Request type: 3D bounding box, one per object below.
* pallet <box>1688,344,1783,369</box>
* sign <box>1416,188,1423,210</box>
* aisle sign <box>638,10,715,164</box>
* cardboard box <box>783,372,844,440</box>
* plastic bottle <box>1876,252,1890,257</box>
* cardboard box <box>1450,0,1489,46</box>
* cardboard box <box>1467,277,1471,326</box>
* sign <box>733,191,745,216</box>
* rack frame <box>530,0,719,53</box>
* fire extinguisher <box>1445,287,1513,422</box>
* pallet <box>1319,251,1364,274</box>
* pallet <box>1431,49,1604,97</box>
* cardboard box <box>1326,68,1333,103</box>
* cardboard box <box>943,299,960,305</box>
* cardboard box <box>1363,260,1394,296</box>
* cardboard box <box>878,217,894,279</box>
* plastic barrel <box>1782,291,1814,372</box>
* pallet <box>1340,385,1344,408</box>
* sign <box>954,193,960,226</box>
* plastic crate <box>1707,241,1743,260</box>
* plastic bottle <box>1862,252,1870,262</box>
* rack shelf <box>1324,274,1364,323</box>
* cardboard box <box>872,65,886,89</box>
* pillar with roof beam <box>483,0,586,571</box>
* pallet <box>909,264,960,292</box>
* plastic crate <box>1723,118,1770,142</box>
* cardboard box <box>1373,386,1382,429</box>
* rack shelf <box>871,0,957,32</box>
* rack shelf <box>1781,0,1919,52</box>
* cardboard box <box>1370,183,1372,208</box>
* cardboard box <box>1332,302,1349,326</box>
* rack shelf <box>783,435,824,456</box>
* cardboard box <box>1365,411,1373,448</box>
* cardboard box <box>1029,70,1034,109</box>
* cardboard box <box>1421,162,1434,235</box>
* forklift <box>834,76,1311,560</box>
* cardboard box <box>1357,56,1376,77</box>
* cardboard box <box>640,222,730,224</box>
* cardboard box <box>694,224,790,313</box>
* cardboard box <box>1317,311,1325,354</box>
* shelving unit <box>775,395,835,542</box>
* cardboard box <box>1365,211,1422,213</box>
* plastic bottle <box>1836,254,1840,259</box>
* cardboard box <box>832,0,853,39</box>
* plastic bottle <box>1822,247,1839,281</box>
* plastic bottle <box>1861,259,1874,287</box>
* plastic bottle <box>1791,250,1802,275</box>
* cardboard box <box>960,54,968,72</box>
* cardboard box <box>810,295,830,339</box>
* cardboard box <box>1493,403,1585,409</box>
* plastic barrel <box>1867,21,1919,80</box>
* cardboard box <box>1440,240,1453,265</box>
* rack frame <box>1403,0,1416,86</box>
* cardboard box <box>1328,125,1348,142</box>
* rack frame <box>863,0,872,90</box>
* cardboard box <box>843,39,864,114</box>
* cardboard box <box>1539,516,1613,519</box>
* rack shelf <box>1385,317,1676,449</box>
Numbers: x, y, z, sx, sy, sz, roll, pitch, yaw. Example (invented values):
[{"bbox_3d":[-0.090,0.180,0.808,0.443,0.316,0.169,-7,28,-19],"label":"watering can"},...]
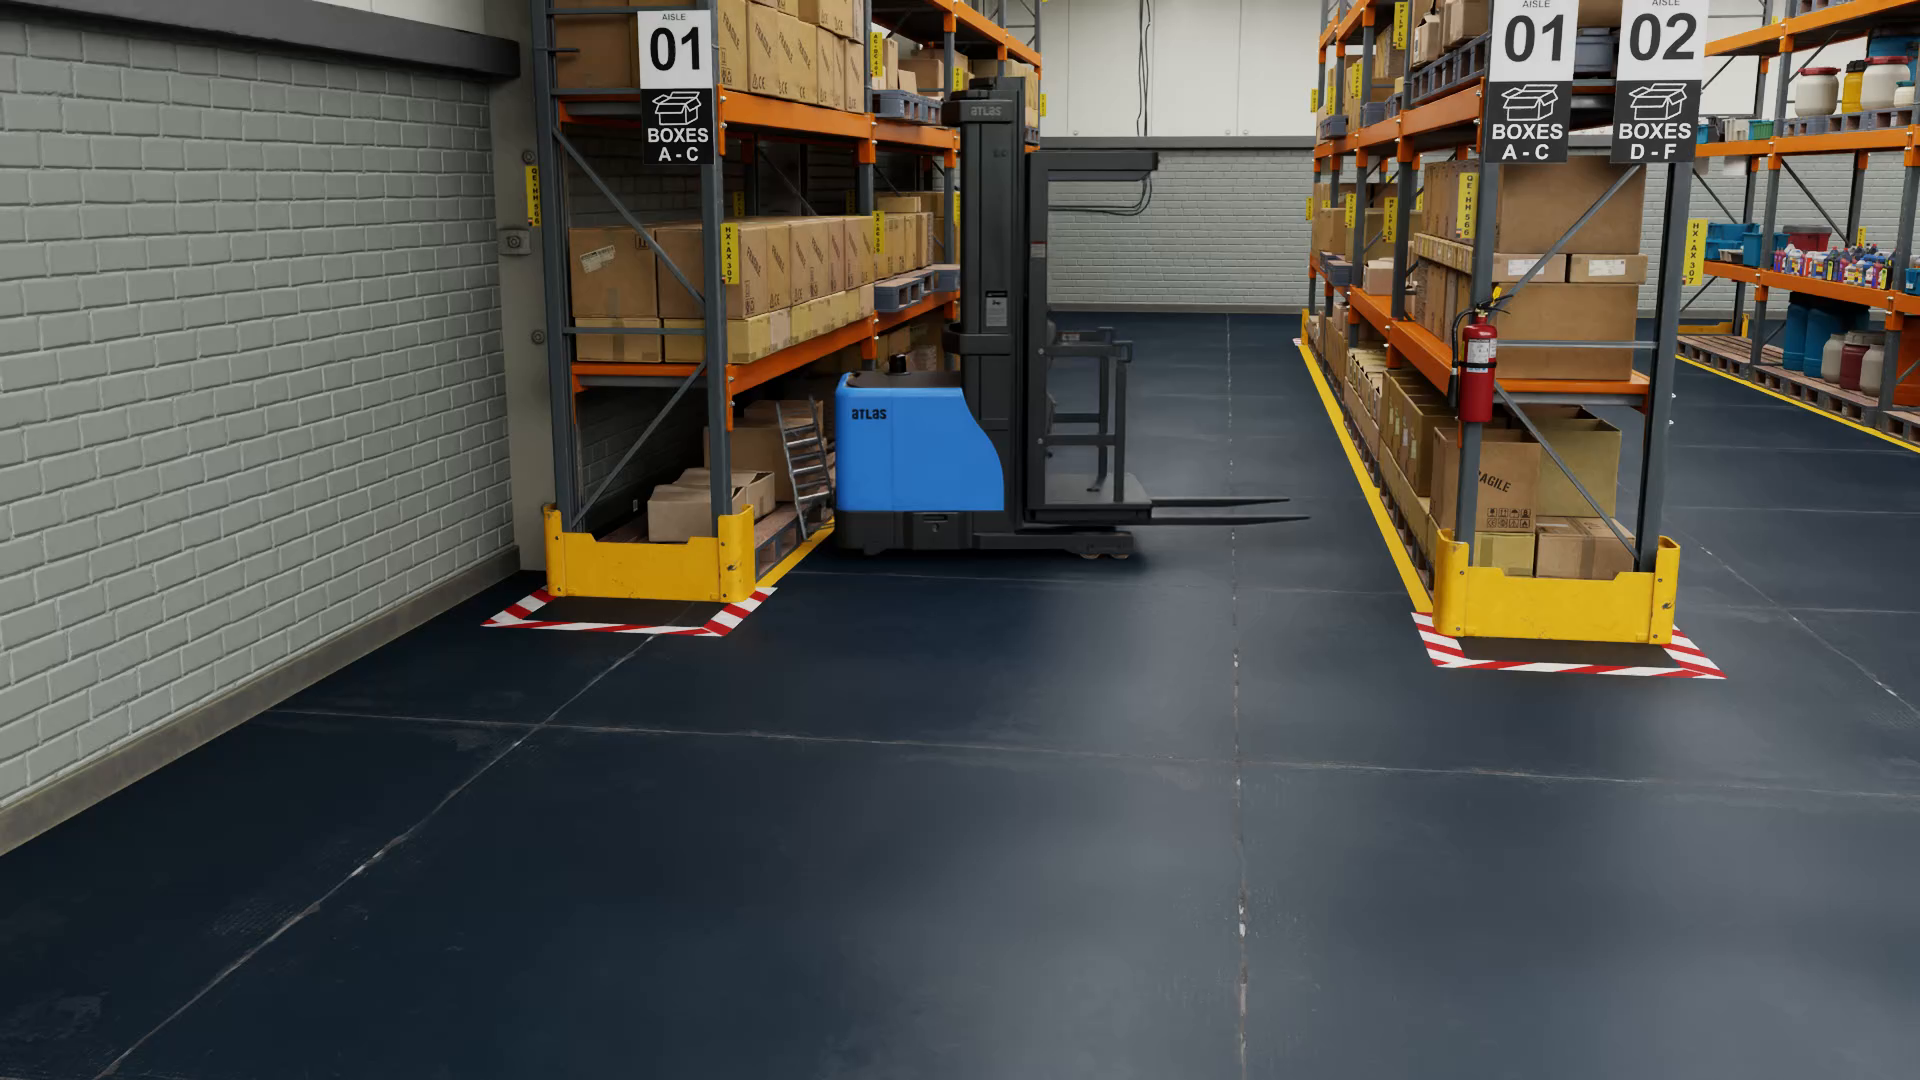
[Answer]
[{"bbox_3d":[10.105,-2.372,21.500,1.003,0.211,1.213,2,12,9],"label":"pallet"},{"bbox_3d":[5.500,-4.036,19.855,0.100,0.325,0.005,2,12,9],"label":"sign"},{"bbox_3d":[-1.504,-2.396,8.818,0.394,0.787,0.004,2,12,9],"label":"aisle sign"},{"bbox_3d":[-1.078,-1.129,14.001,0.700,0.500,0.500,2,12,11],"label":"cardboard box"},{"bbox_3d":[9.950,-2.964,17.922,0.152,0.276,0.135,2,12,9],"label":"plastic bottle"},{"bbox_3d":[3.022,-2.905,9.258,0.500,0.250,0.500,2,12,9],"label":"cardboard box"},{"bbox_3d":[3.266,-1.245,9.412,0.700,0.500,0.500,2,12,10],"label":"cardboard box"},{"bbox_3d":[-1.723,-2.565,13.028,0.100,0.325,0.005,2,12,9],"label":"sign"},{"bbox_3d":[-1.789,-4.082,8.575,1.000,3.000,0.127,2,12,9],"label":"rack frame"},{"bbox_3d":[2.629,-0.942,8.429,0.296,0.674,0.183,2,12,9],"label":"fire extinguisher"},{"bbox_3d":[4.721,-3.231,19.321,1.003,0.211,1.213,2,12,9],"label":"pallet"},{"bbox_3d":[3.425,-2.814,10.020,1.003,0.211,1.213,2,12,9],"label":"pallet"},{"bbox_3d":[5.343,-6.116,22.520,0.700,0.500,0.500,2,12,9],"label":"cardboard box"},{"bbox_3d":[-0.175,-2.300,18.652,0.750,0.750,0.750,2,12,8],"label":"cardboard box"},{"bbox_3d":[4.007,-2.432,15.368,0.500,0.311,0.500,2,12,8],"label":"cardboard box"},{"bbox_3d":[-0.969,-2.467,14.039,0.700,0.500,0.500,3,13,14],"label":"cardboard box"},{"bbox_3d":[9.745,-2.393,18.962,0.600,0.901,0.708,2,12,9],"label":"plastic barrel"},{"bbox_3d":[4.488,-1.446,17.202,1.003,0.211,1.213,2,12,9],"label":"pallet"},{"bbox_3d":[-0.021,-3.326,16.748,0.100,0.325,0.005,2,12,9],"label":"sign"},{"bbox_3d":[9.849,-3.729,21.433,0.416,0.233,0.300,2,12,9],"label":"plastic crate"},{"bbox_3d":[9.844,-2.990,18.053,0.097,0.271,0.097,0,12,0],"label":"plastic bottle"},{"bbox_3d":[4.644,-2.720,18.201,1.077,0.370,4.000,2,12,9],"label":"rack shelf"},{"bbox_3d":[-0.916,-3.850,13.830,0.500,0.311,0.500,2,12,10],"label":"cardboard box"},{"bbox_3d":[1.717,-4.116,8.734,9.100,9.000,0.400,2,12,9],"label":"pillar with roof beam"},{"bbox_3d":[-0.563,-2.569,16.250,1.213,0.211,1.003,2,12,9],"label":"pallet"},{"bbox_3d":[9.815,-5.116,20.774,0.437,0.282,0.530,2,12,9],"label":"plastic crate"},{"bbox_3d":[3.500,-1.051,12.950,0.500,0.311,0.500,2,12,9],"label":"cardboard box"},{"bbox_3d":[-0.867,-4.784,14.488,1.077,0.370,4.000,2,12,9],"label":"rack shelf"},{"bbox_3d":[9.538,-5.296,16.862,1.077,0.370,4.000,2,12,9],"label":"rack shelf"},{"bbox_3d":[5.381,-4.222,20.852,0.500,0.500,0.500,1,12,7],"label":"cardboard box"},{"bbox_3d":[4.482,-2.546,18.798,0.500,0.250,0.500,2,12,9],"label":"cardboard box"},{"bbox_3d":[-1.012,-0.602,10.763,0.258,0.077,0.200,-12,-4,-4],"label":"rack shelf"},{"bbox_3d":[3.578,-0.884,13.507,0.500,0.250,0.500,2,12,8],"label":"cardboard box"},{"bbox_3d":[0.741,-6.229,22.998,0.500,0.500,0.500,2,12,10],"label":"cardboard box"},{"bbox_3d":[3.659,-2.413,11.752,0.700,0.500,0.500,2,12,9],"label":"cardboard box"},{"bbox_3d":[0.717,-1.422,10.634,3.031,2.935,1.130,0,12,-1],"label":"forklift"},{"bbox_3d":[4.599,-4.877,17.911,0.600,0.600,0.600,1,12,6],"label":"cardboard box"},{"bbox_3d":[-1.765,-1.770,10.613,0.500,0.500,0.500,2,12,7],"label":"cardboard box"},{"bbox_3d":[-1.333,-1.645,10.033,0.500,0.500,0.500,2,12,9],"label":"cardboard box"},{"bbox_3d":[4.759,-2.609,20.867,0.500,0.500,0.500,2,12,9],"label":"cardboard box"},{"bbox_3d":[-0.981,-0.459,10.753,0.258,0.900,0.210,-12,-4,-4],"label":"shelving unit"},{"bbox_3d":[4.651,-3.228,17.618,0.700,0.500,0.500,4,13,19],"label":"cardboard box"},{"bbox_3d":[9.156,-2.837,17.314,0.061,0.283,0.133,2,12,9],"label":"plastic bottle"},{"bbox_3d":[-1.058,-3.768,11.578,0.500,0.500,0.500,3,12,12],"label":"cardboard box"},{"bbox_3d":[9.161,-2.904,17.464,0.144,0.351,0.185,2,12,9],"label":"plastic bottle"},{"bbox_3d":[8.972,-2.641,16.433,0.097,0.271,0.097,0,12,0],"label":"plastic bottle"},{"bbox_3d":[9.296,-3.080,18.471,0.097,0.271,0.097,0,12,0],"label":"plastic bottle"},{"bbox_3d":[-0.209,-5.565,19.516,0.500,0.250,0.500,3,12,13],"label":"cardboard box"},{"bbox_3d":[-1.171,-1.497,11.127,0.500,0.250,0.500,2,12,9],"label":"cardboard box"},{"bbox_3d":[3.641,-0.634,10.565,0.500,0.500,0.500,2,12,9],"label":"cardboard box"},{"bbox_3d":[9.734,-4.883,17.224,0.600,0.901,0.708,2,12,9],"label":"plastic barrel"},{"bbox_3d":[3.254,-1.816,10.523,0.380,0.149,0.250,2,12,8],"label":"cardboard box"},{"bbox_3d":[3.721,-4.755,11.697,1.000,3.000,0.127,2,12,9],"label":"rack frame"},{"bbox_3d":[4.763,-4.991,20.266,0.500,0.250,0.500,2,12,9],"label":"cardboard box"},{"bbox_3d":[-1.174,-4.915,12.438,1.000,3.000,0.127,2,12,9],"label":"rack frame"},{"bbox_3d":[-1.008,-3.393,12.214,0.500,0.500,0.500,2,12,10],"label":"cardboard box"},{"bbox_3d":[3.481,-0.059,9.679,0.500,0.250,0.500,2,12,9],"label":"cardboard box"},{"bbox_3d":[3.413,-1.054,10.473,1.077,0.370,4.000,2,12,9],"label":"rack shelf"}]
